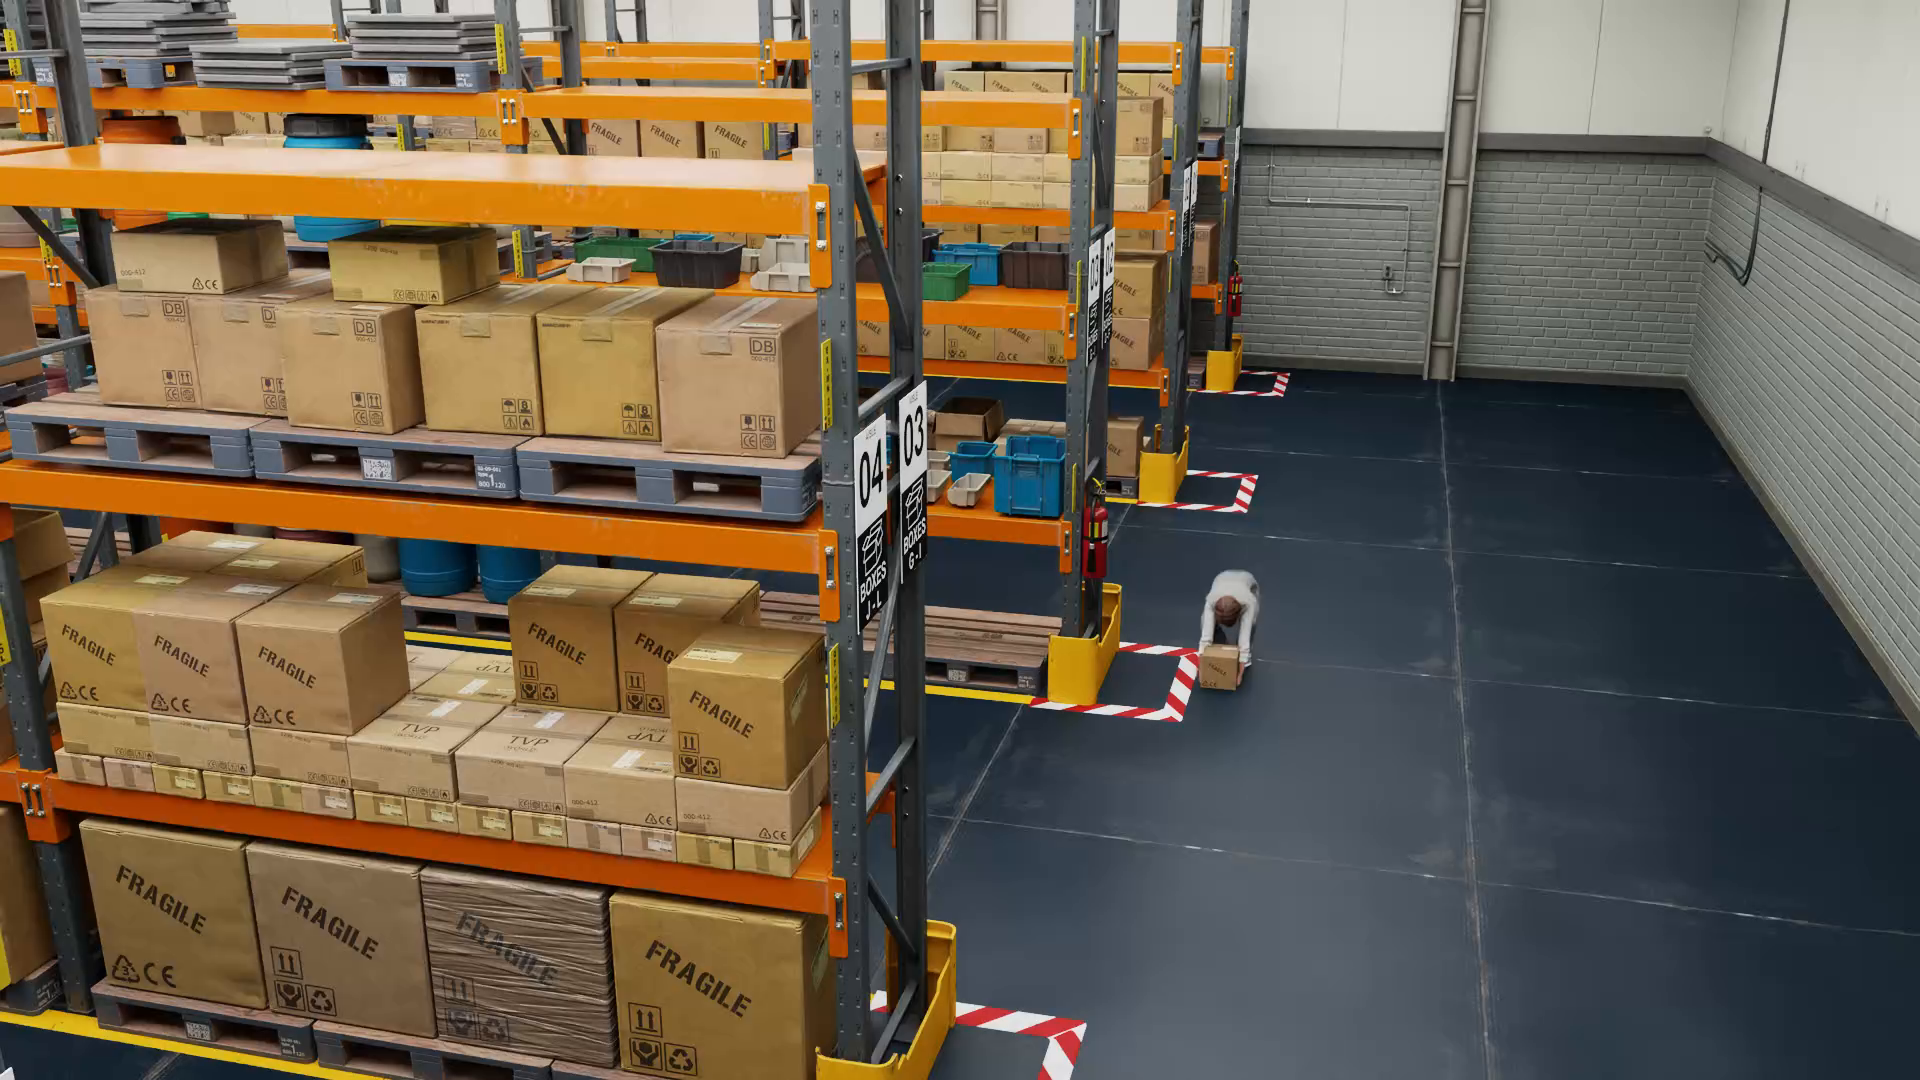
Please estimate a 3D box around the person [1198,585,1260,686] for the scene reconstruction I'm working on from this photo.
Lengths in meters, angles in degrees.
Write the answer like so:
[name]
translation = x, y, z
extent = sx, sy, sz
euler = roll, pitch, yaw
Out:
[person]
translation = 1.985, 0.633, 12.259
extent = 0.415, 0.694, 0.858
euler = 6, 19, 18
